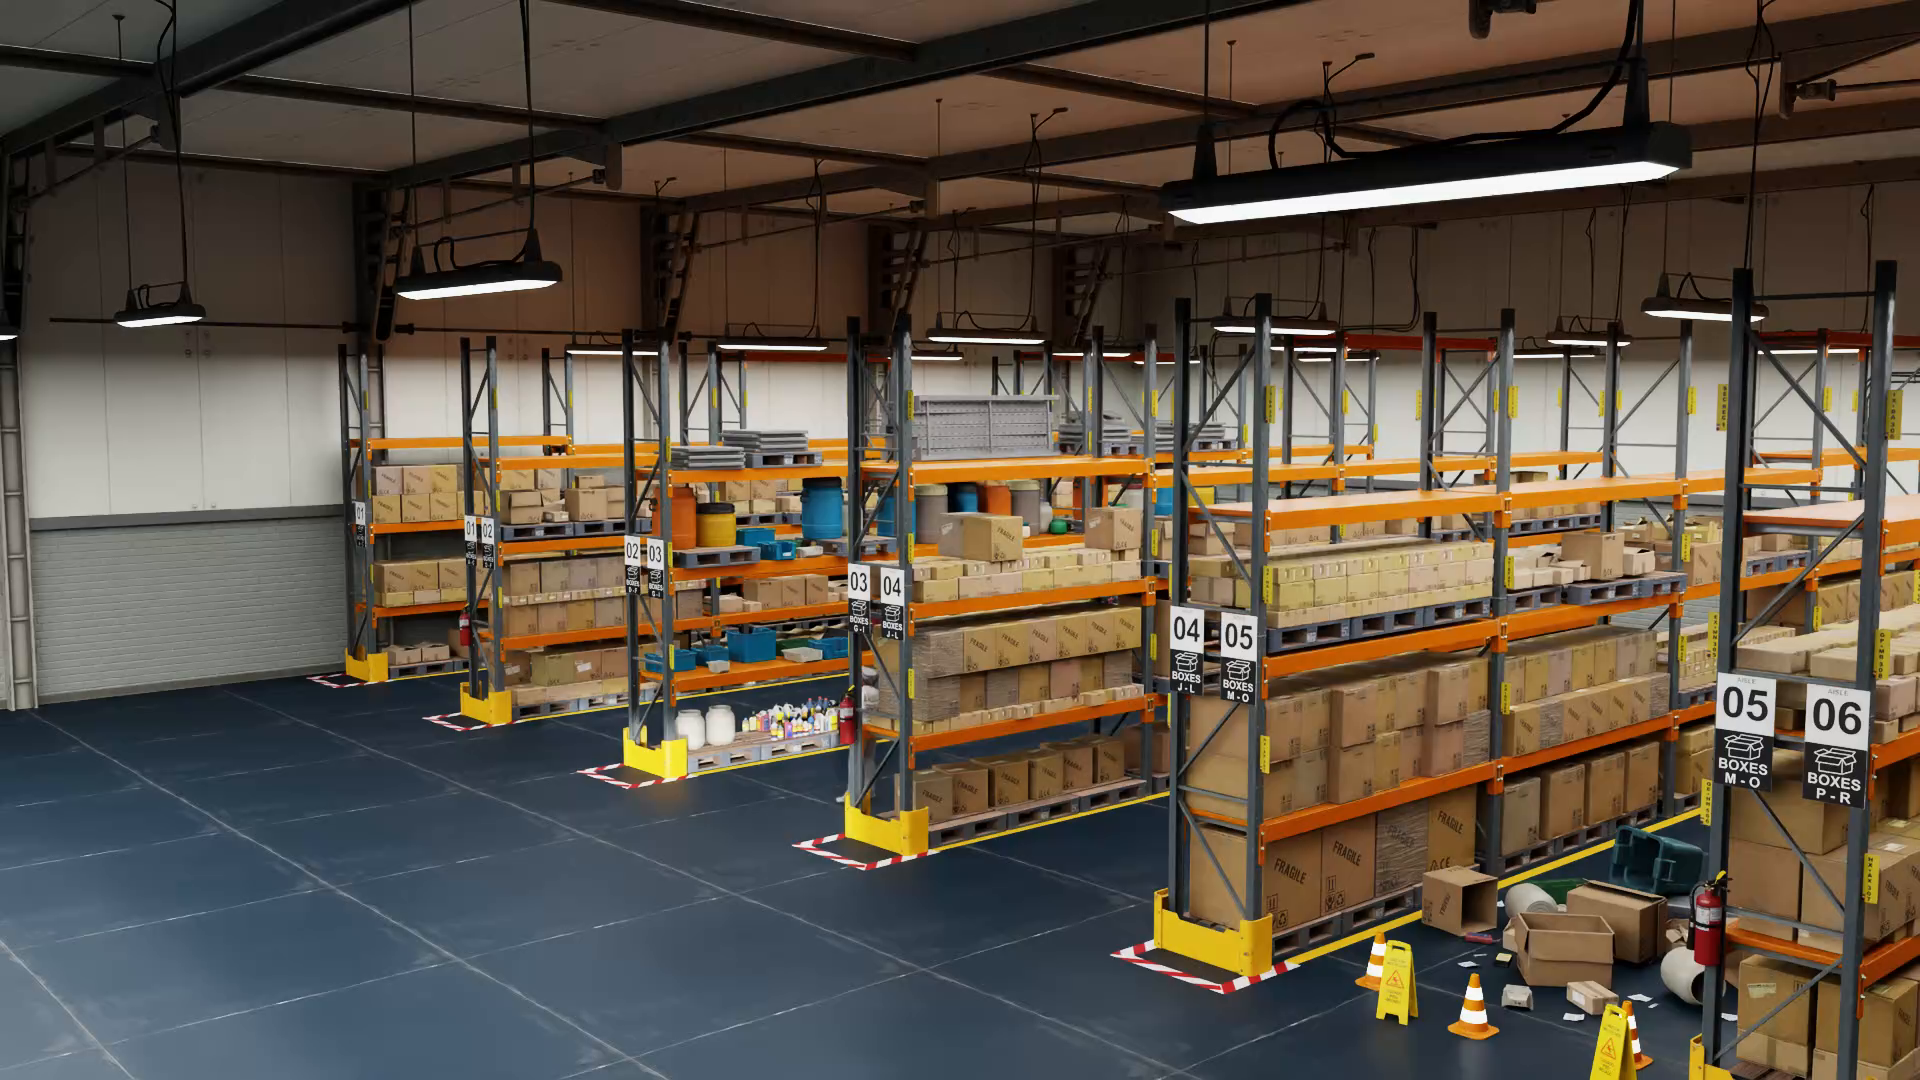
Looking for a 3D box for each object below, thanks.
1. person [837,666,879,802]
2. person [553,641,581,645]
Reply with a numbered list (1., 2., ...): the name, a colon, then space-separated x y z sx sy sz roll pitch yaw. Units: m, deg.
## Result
1. person: -1.272 2.443 21.025 0.395 1.694 0.554 3 6 32
2. person: -6.771 1.696 28.852 0.595 1.780 0.582 -2 5 -19
